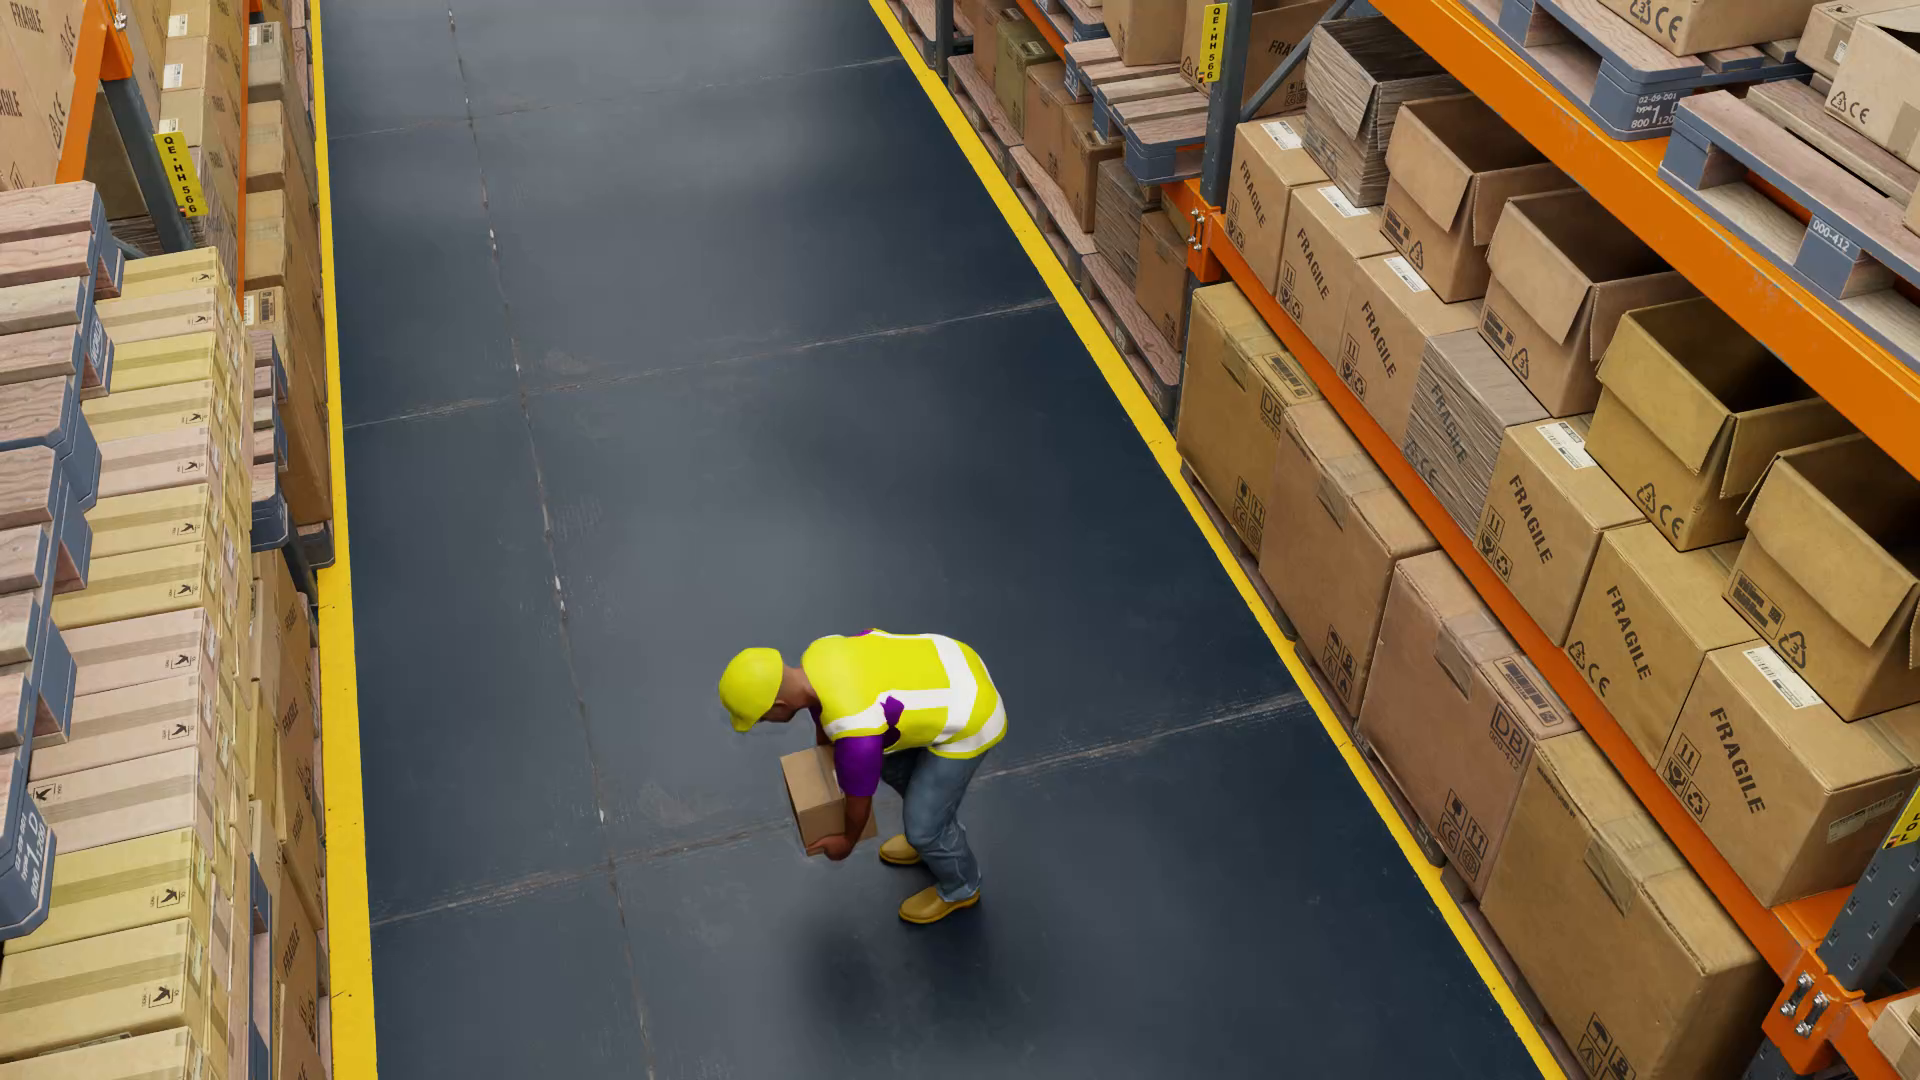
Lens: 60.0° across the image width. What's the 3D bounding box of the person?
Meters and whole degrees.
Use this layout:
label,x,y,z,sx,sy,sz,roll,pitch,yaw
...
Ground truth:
label,x,y,z,sx,sy,sz,roll,pitch,yaw
person,-0.304,0.784,5.576,0.918,1.355,0.475,-13,44,-14
